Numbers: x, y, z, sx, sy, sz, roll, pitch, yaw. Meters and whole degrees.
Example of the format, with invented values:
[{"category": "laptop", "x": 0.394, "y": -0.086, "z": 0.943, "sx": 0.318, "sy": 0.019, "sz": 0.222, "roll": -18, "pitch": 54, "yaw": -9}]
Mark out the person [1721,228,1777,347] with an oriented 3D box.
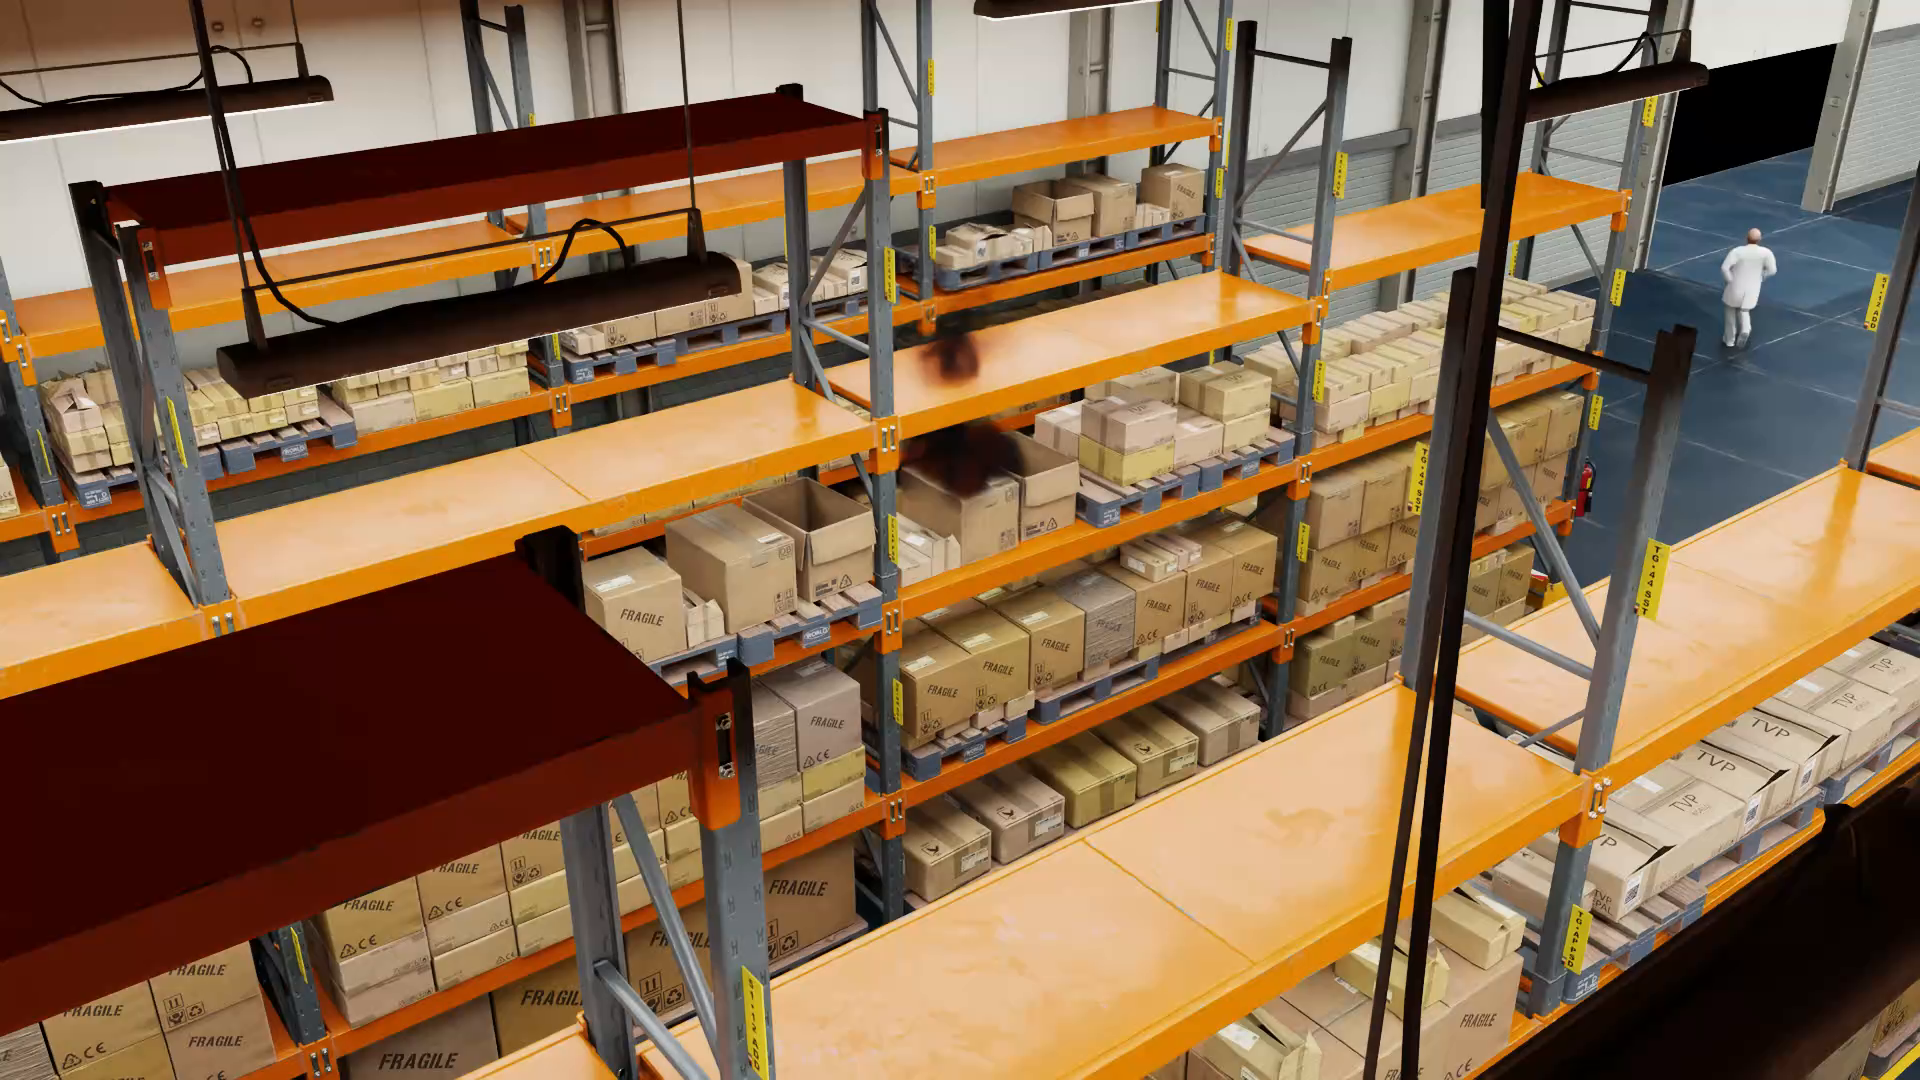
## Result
[{"category": "person", "x": 10.959, "y": -3.506, "z": 23.274, "sx": 0.726, "sy": 1.745, "sz": 0.865, "roll": 6, "pitch": 27, "yaw": 12}]
